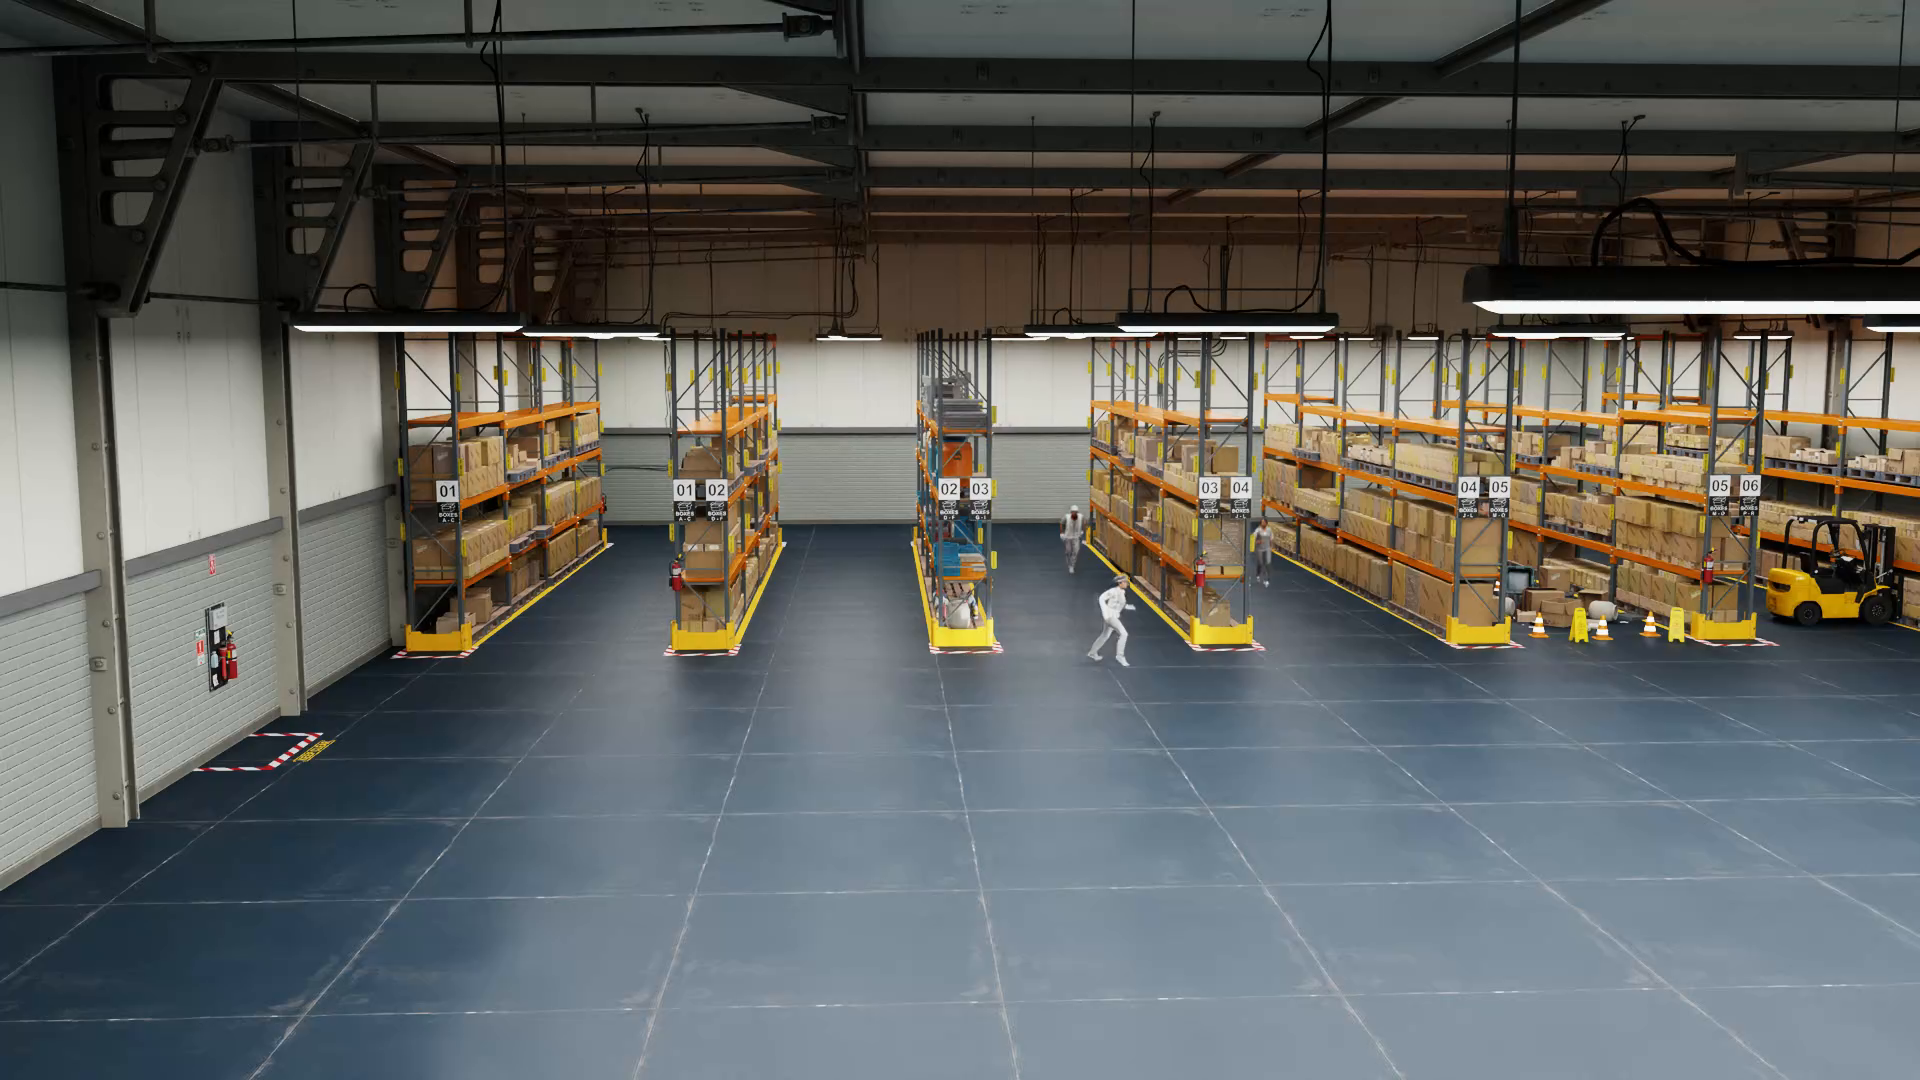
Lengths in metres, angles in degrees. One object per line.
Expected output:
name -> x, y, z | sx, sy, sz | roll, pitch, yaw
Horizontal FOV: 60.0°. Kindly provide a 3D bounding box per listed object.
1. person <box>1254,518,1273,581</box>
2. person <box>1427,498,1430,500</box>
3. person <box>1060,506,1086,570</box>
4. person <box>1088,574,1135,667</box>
person -> 7.200, 0.250, 39.538 | 0.547, 1.392, 0.740 | 0, 7, -1
person -> 14.083, -0.879, 49.201 | 0.711, 1.469, 0.712 | -1, 7, -9
person -> 2.840, -0.075, 41.882 | 0.657, 1.638, 0.810 | -1, 7, -9
person -> 2.680, 1.423, 29.753 | 0.877, 1.669, 0.631 | 3, 7, 25
